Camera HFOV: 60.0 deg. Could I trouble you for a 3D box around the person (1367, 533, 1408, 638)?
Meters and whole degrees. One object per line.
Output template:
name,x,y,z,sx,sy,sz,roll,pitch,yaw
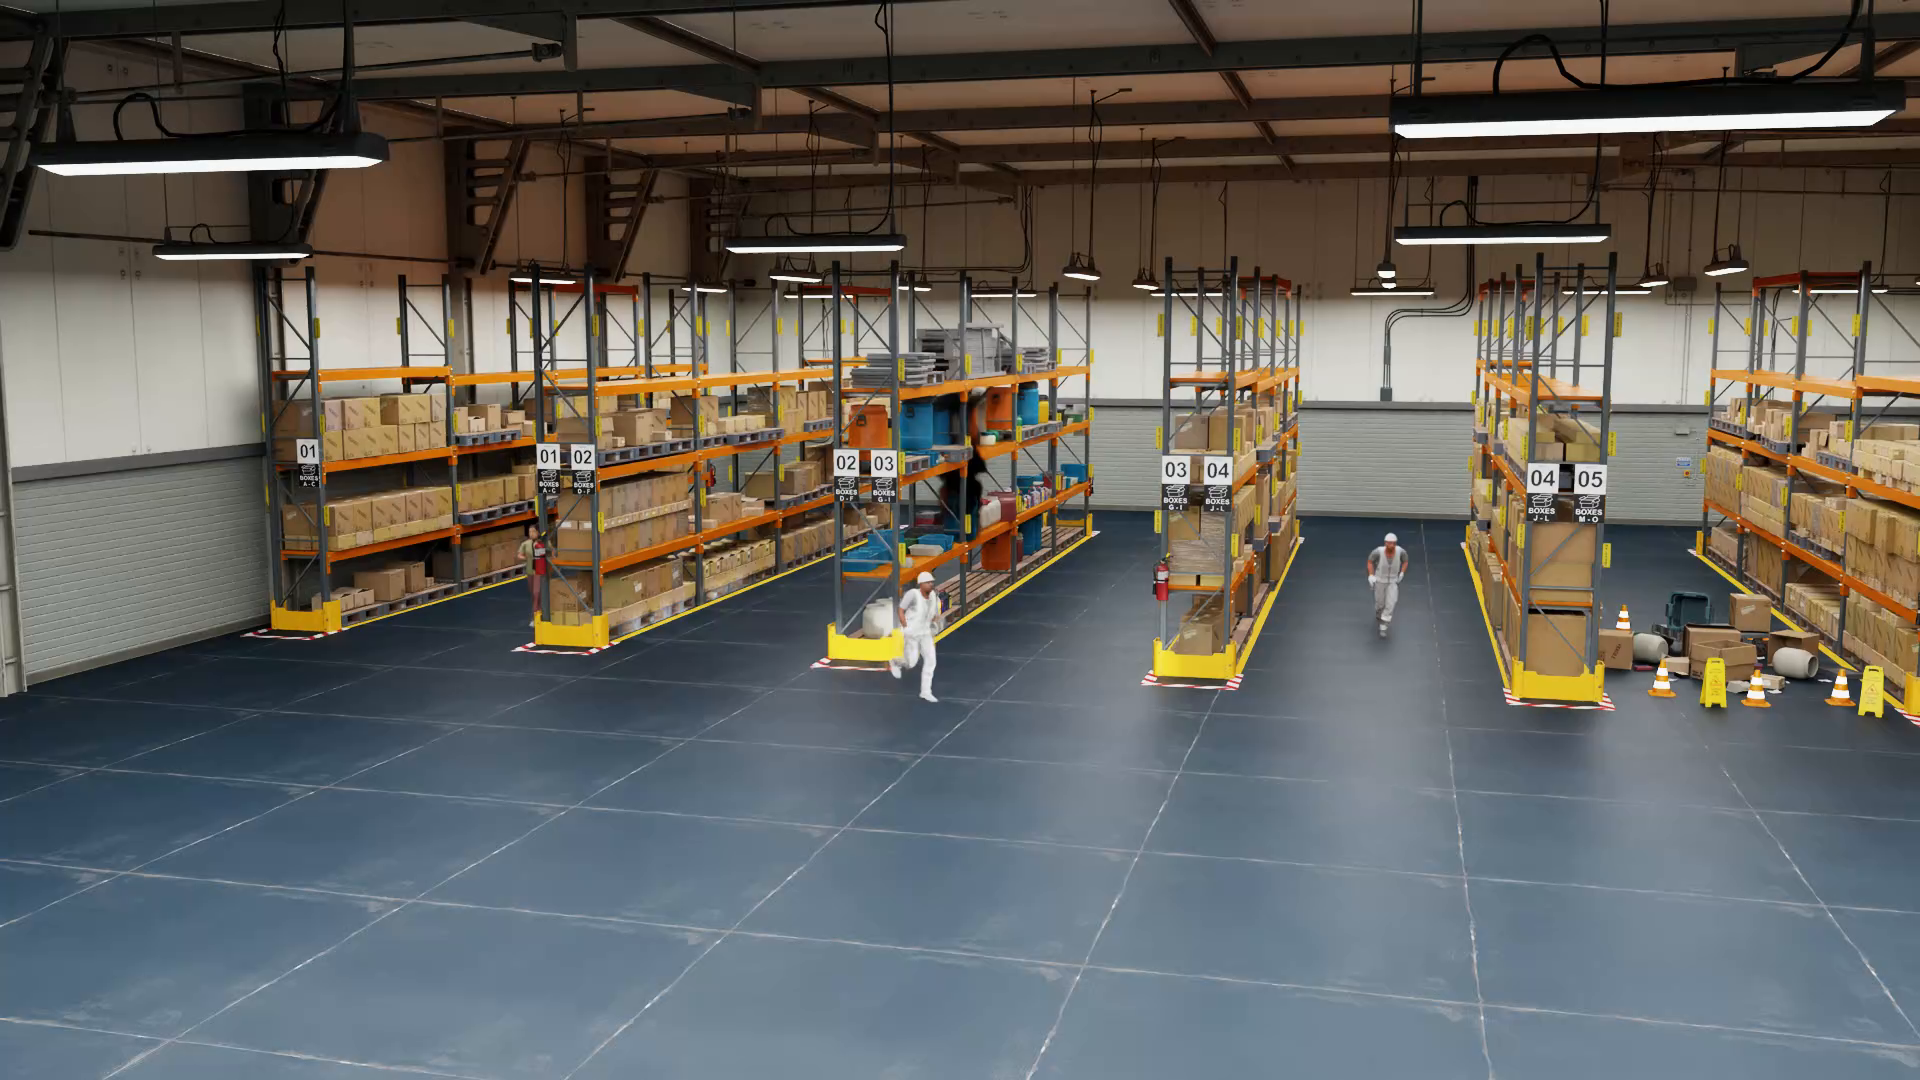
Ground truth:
person,7.015,0.712,27.353,0.659,1.723,0.915,0,7,1

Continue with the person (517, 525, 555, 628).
person,-7.200,0.575,28.252,0.553,1.697,0.909,1,7,6

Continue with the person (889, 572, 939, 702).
person,-0.615,1.289,22.690,0.683,1.766,0.953,-6,10,-41
